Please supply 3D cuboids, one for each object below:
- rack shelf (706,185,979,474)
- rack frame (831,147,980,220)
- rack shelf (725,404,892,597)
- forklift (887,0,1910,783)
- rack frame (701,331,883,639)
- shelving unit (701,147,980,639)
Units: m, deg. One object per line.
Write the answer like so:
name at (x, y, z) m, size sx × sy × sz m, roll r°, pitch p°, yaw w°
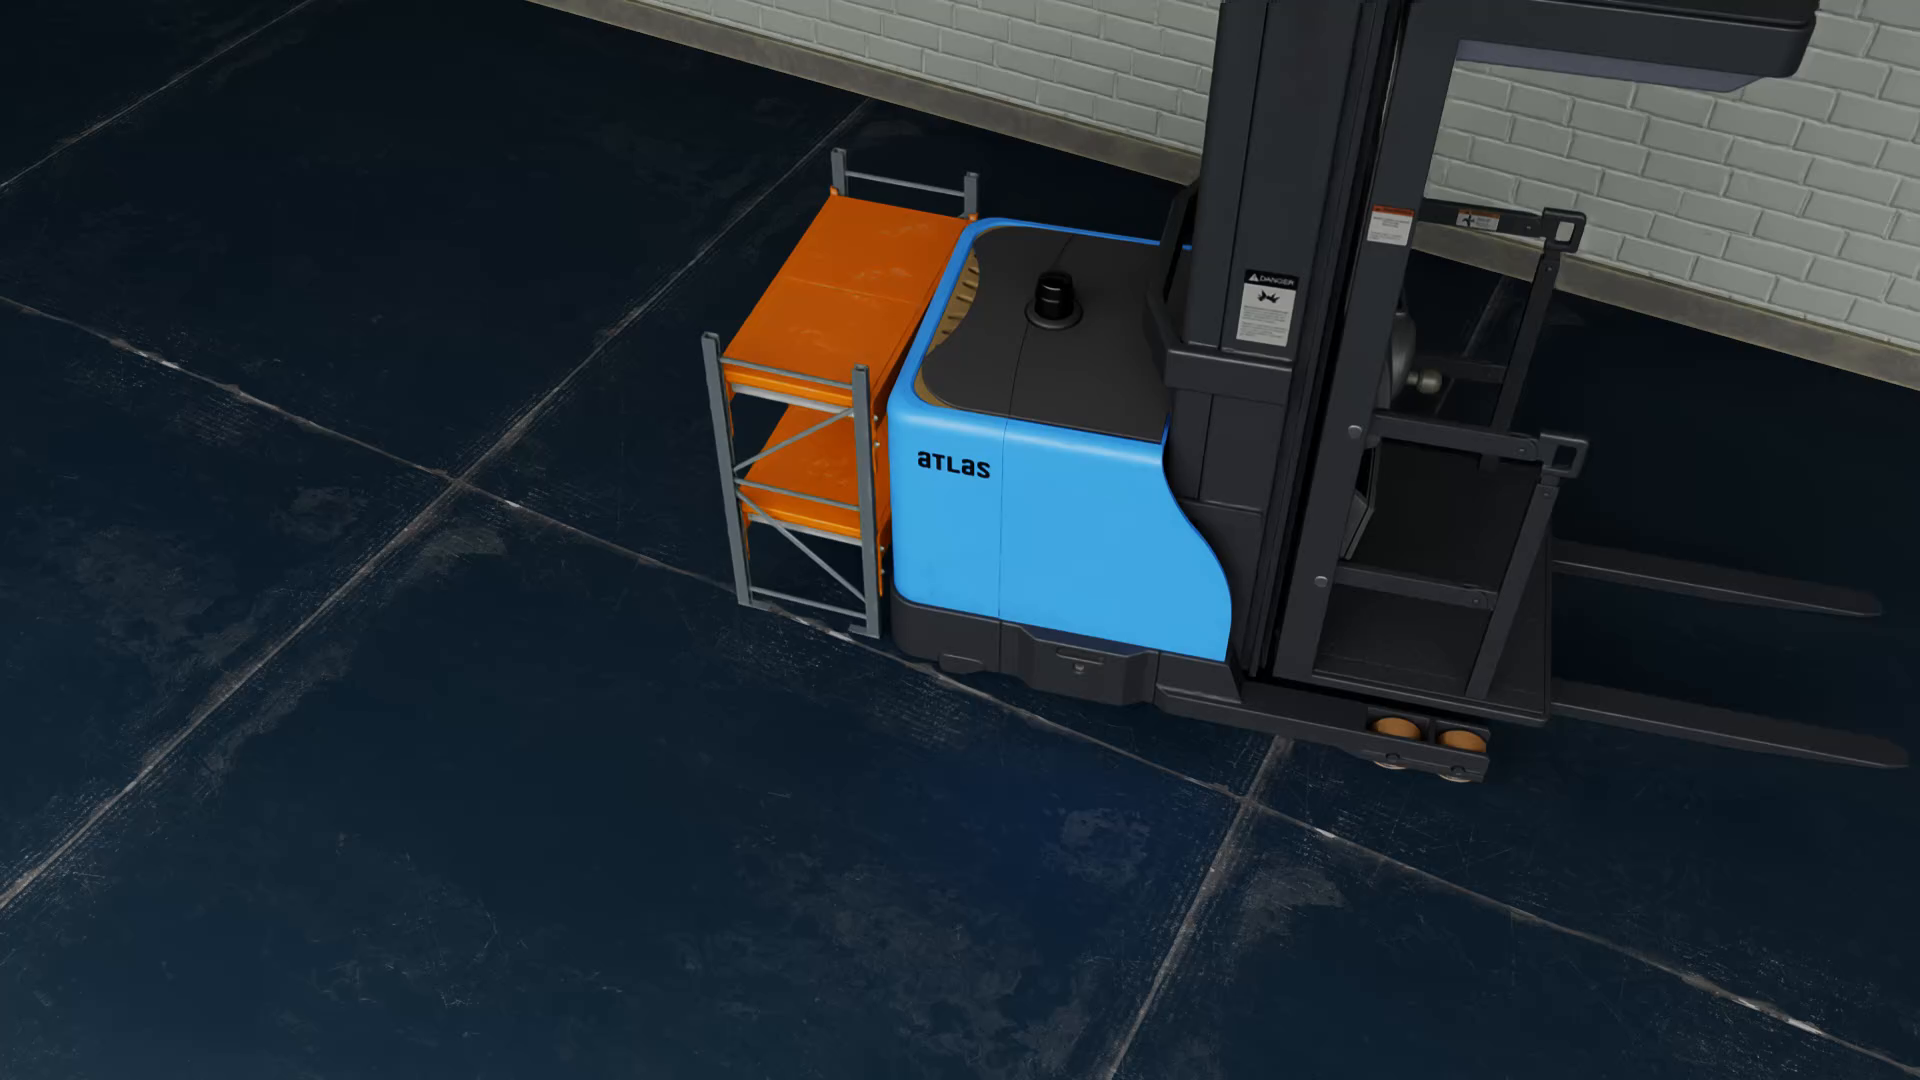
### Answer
rack shelf at (-0.338, -0.686, 5.226) m, size 0.538 × 0.278 × 1.000 m, roll 13°, pitch 47°, yaw 13°
rack frame at (-0.179, -0.824, 5.773) m, size 0.500 × 1.125 × 0.032 m, roll 13°, pitch 47°, yaw 13°
rack shelf at (-0.338, -0.309, 5.608) m, size 0.538 × 0.278 × 1.000 m, roll 13°, pitch 47°, yaw 13°
forklift at (1.355, -0.720, 4.400) m, size 3.031 × 2.935 × 1.130 m, roll 10°, pitch 46°, yaw 10°
rack frame at (-0.496, -0.137, 5.094) m, size 0.500 × 1.125 × 0.032 m, roll 13°, pitch 47°, yaw 13°
shelving unit at (-0.338, -0.480, 5.434) m, size 0.538 × 1.125 × 1.048 m, roll 13°, pitch 47°, yaw 13°
